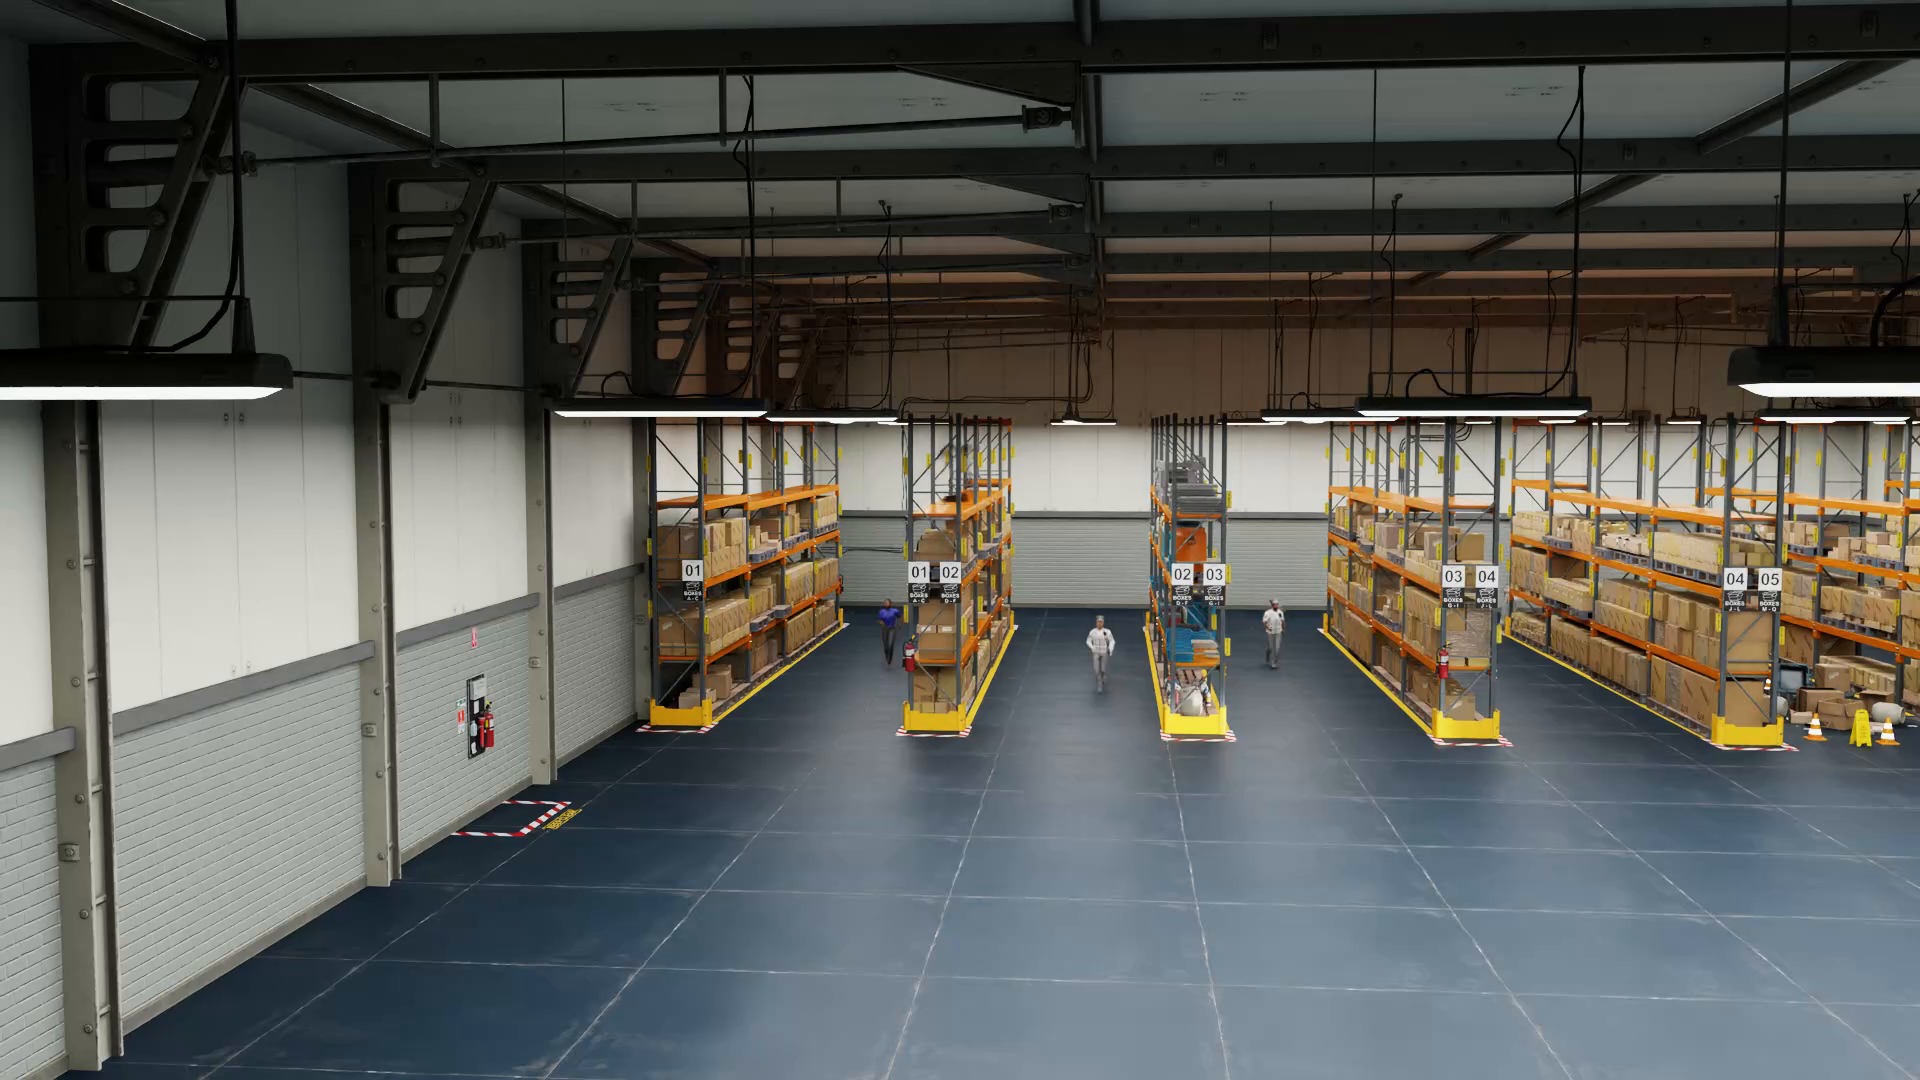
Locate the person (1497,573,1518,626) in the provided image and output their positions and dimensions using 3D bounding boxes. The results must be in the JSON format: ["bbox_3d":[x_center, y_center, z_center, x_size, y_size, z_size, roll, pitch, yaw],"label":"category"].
[{"bbox_3d":[15.721,1.703,47.436,0.936,1.606,0.633,1,4,20],"label":"person"}]

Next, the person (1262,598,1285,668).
[{"bbox_3d":[7.532,2.214,39.853,0.563,1.655,0.588,0,4,-5],"label":"person"}]

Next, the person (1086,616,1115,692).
[{"bbox_3d":[3.055,2.469,36.232,0.616,1.660,0.531,1,4,9],"label":"person"}]

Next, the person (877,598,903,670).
[{"bbox_3d":[-1.693,2.249,39.795,0.581,1.682,0.752,1,4,10],"label":"person"}]
